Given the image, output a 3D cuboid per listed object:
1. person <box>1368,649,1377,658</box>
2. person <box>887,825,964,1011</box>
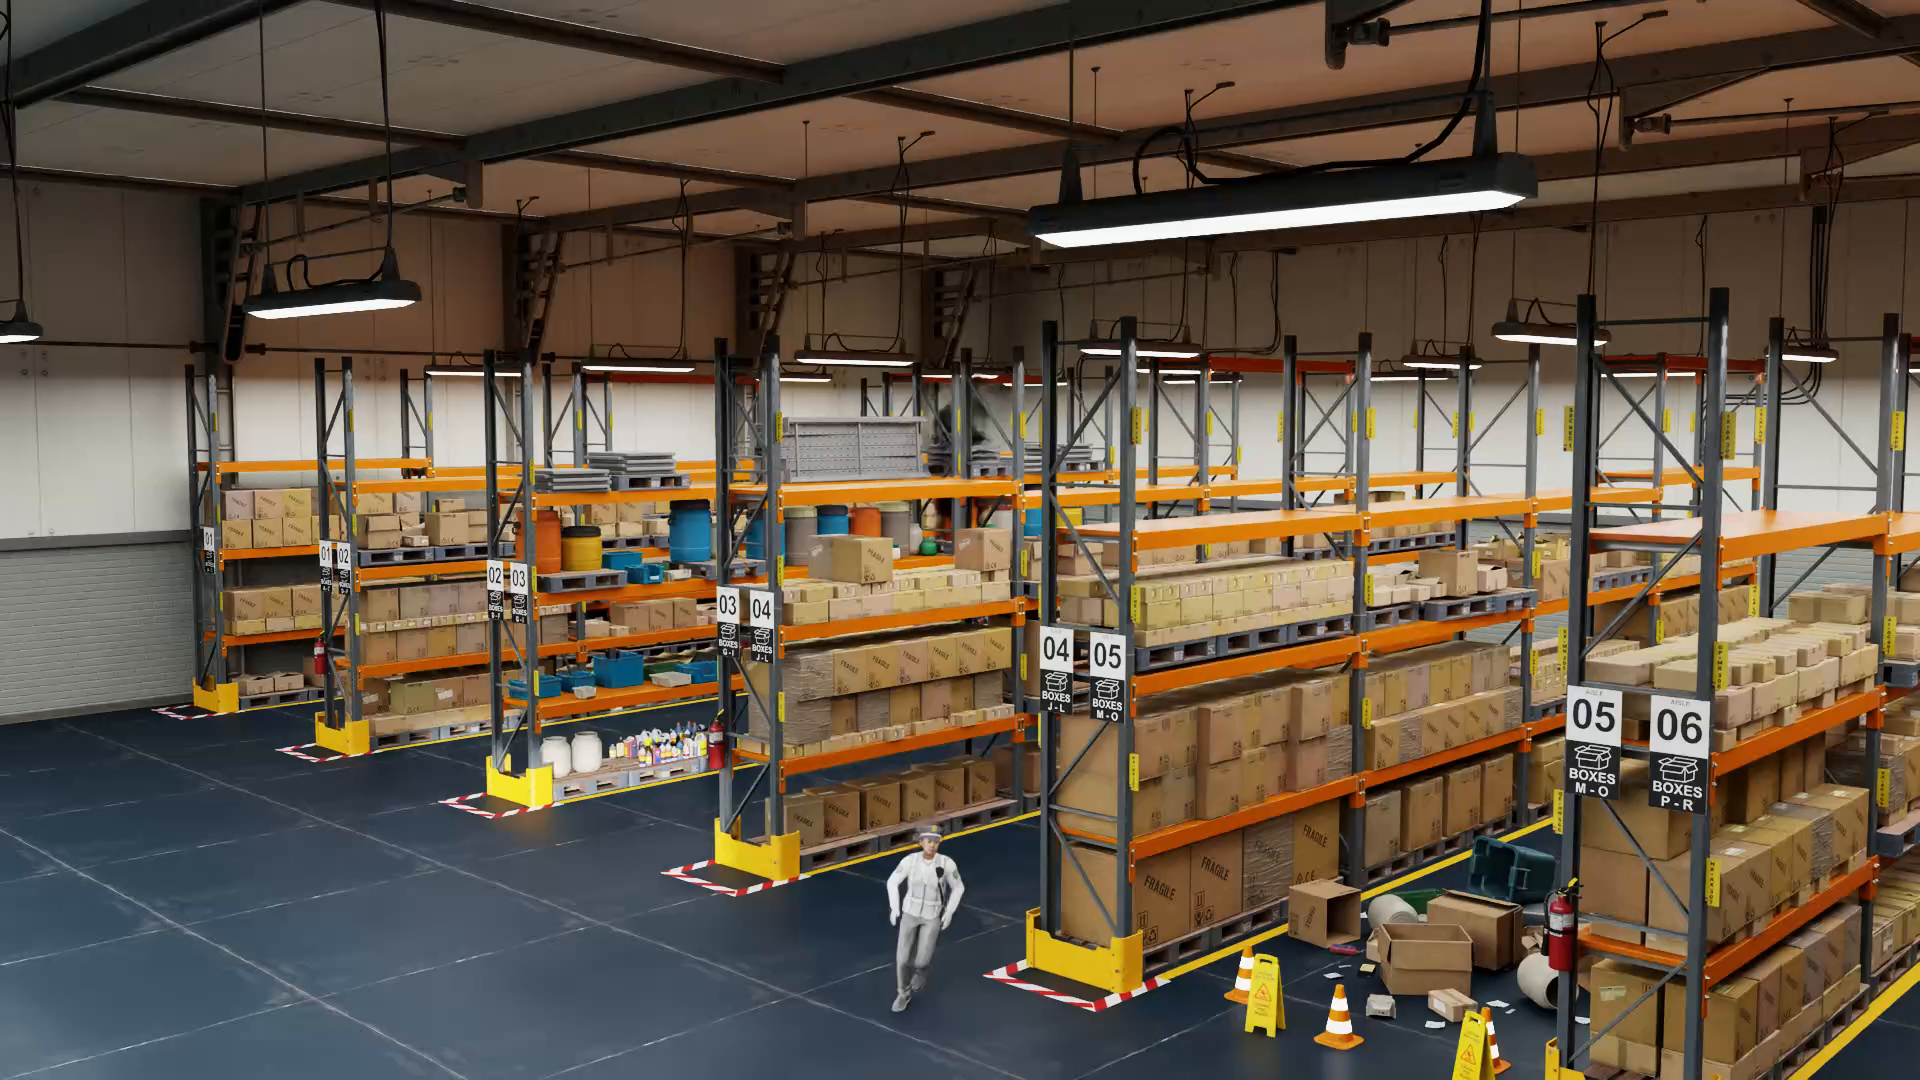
[{"bbox_3d":[6.027,2.427,24.813,0.545,1.742,0.713,3,5,37],"label":"person"},{"bbox_3d":[-0.309,3.259,14.421,0.665,1.637,0.506,1,4,8],"label":"person"}]
